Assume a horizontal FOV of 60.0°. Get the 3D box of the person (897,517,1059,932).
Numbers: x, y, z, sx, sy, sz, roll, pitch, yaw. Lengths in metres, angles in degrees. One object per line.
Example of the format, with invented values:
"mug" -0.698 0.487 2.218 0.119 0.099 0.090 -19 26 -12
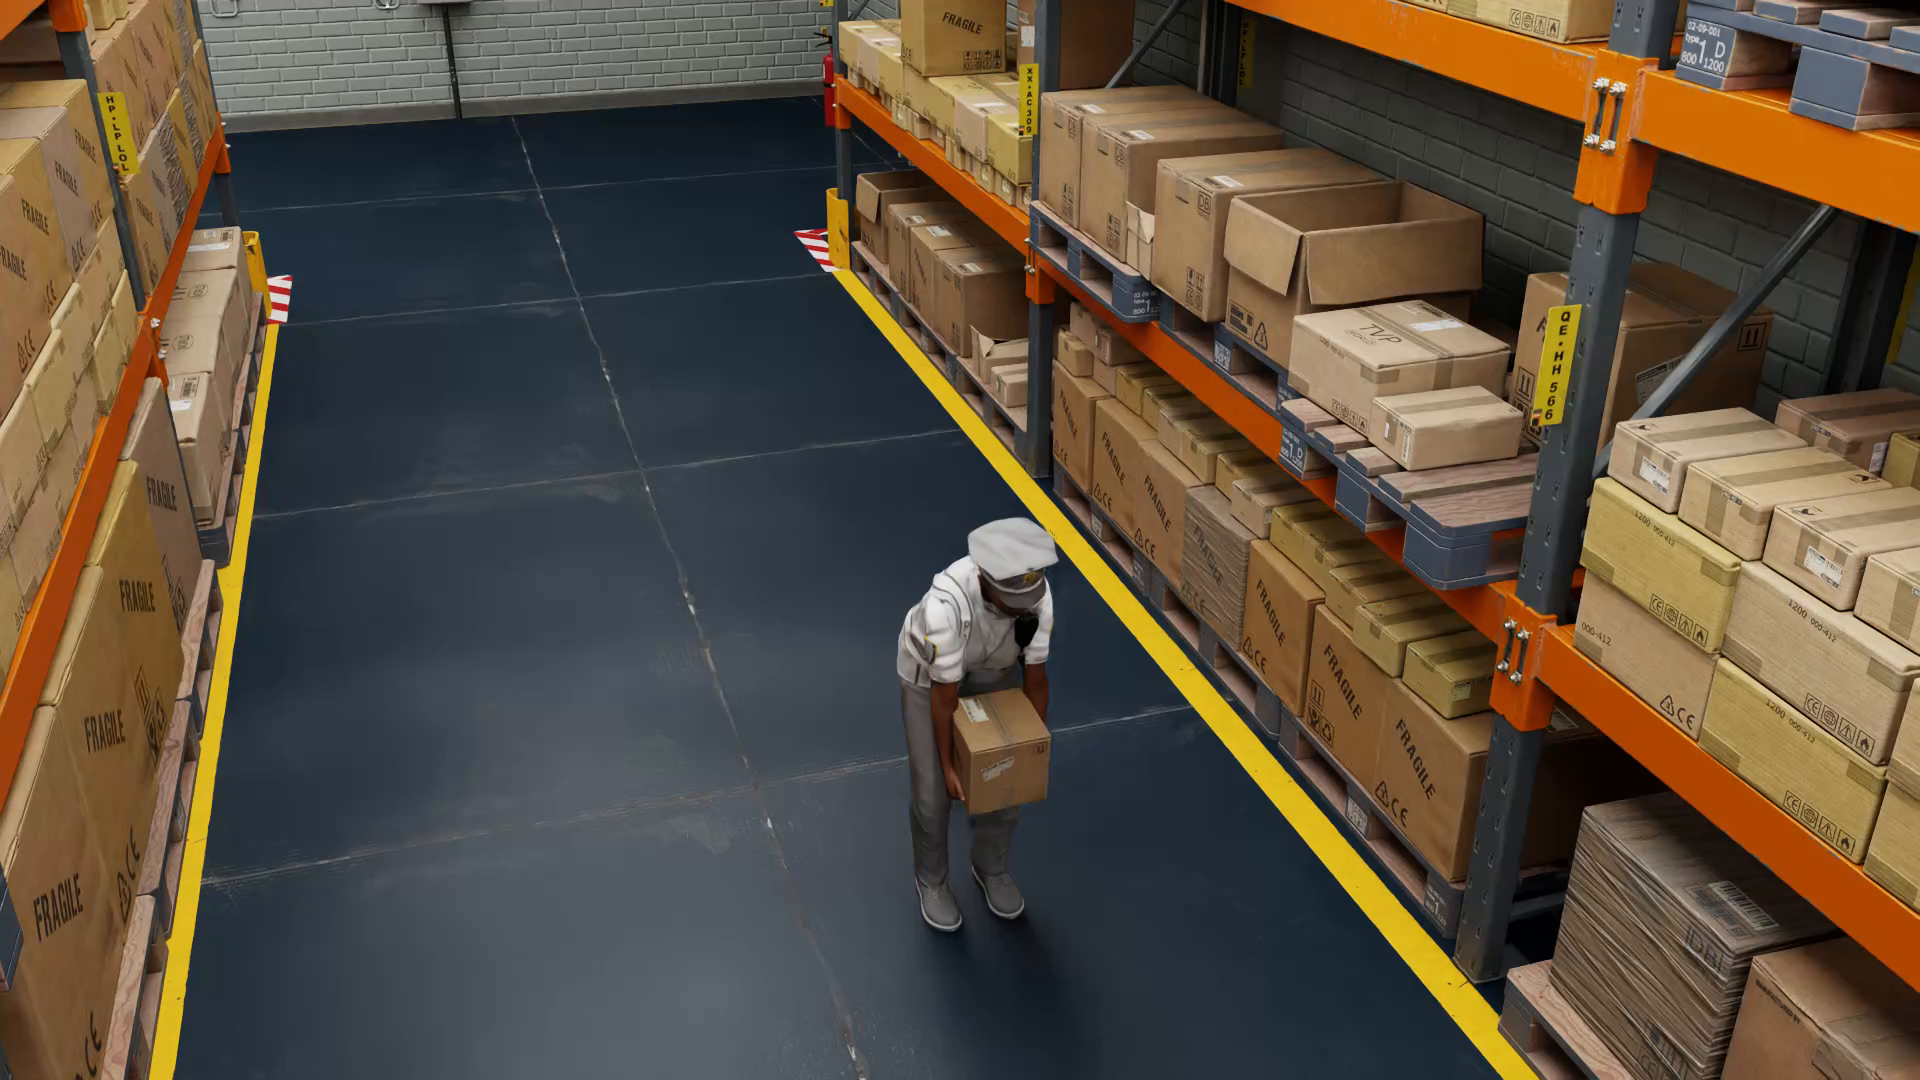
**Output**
"person" 0.063 0.565 5.157 0.408 1.514 0.717 -9 28 -17
